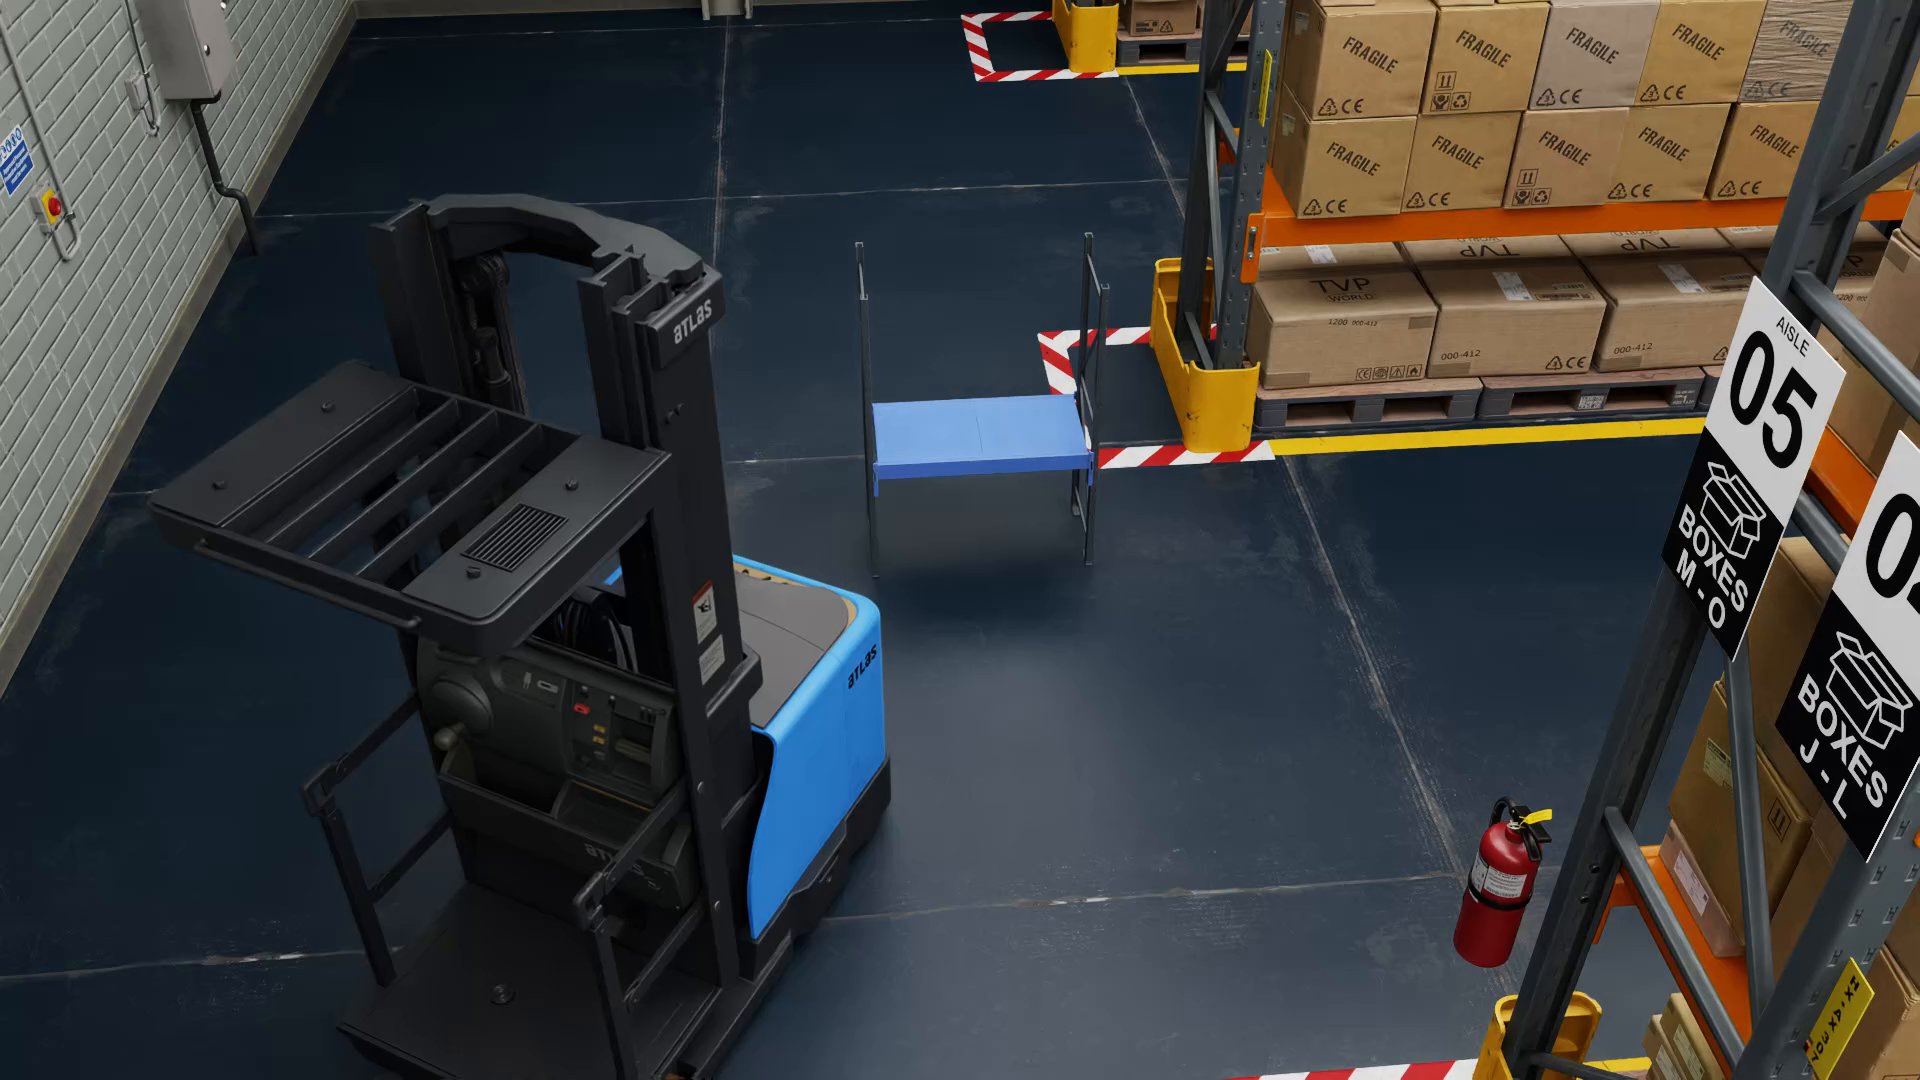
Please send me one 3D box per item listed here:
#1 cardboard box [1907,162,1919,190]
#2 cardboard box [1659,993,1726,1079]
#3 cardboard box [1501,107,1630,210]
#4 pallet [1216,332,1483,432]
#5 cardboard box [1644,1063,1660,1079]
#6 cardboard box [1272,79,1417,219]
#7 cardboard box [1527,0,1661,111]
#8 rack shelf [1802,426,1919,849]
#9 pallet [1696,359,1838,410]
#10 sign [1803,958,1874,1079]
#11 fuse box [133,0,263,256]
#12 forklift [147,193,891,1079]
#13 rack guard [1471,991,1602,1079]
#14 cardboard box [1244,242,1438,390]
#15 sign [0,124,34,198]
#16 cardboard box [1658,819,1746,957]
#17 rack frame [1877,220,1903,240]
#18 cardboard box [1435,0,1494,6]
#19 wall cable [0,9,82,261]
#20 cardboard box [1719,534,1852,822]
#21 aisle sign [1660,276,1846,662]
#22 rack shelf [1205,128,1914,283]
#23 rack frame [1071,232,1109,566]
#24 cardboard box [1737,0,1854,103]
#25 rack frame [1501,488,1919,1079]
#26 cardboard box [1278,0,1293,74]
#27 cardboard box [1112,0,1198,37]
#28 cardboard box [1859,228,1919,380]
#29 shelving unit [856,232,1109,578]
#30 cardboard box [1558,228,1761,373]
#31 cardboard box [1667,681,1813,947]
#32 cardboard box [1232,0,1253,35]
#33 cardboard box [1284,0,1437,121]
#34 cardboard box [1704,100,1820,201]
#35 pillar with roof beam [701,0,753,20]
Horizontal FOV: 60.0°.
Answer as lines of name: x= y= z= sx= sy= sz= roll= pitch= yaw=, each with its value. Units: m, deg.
cardboard box: x=4.868 y=-2.071 z=8.195 sx=0.500 sy=0.500 sz=0.500 roll=-3 pitch=38 yaw=-4
cardboard box: x=2.367 y=1.588 z=5.120 sx=0.250 sy=0.149 sz=0.380 roll=-3 pitch=38 yaw=-3
cardboard box: x=2.836 y=-1.946 z=8.036 sx=0.500 sy=0.500 sz=0.500 roll=-3 pitch=38 yaw=-4
pallet: x=2.112 y=-0.993 z=9.160 sx=1.213 sy=0.211 sz=1.003 roll=-3 pitch=38 yaw=-4
cardboard box: x=2.368 y=1.850 z=5.269 sx=0.250 sy=0.149 sz=0.380 roll=-3 pitch=38 yaw=-3
cardboard box: x=1.826 y=-1.884 z=7.958 sx=0.500 sy=0.500 sz=0.500 roll=-3 pitch=38 yaw=-4
cardboard box: x=2.852 y=-2.344 z=7.733 sx=0.500 sy=0.500 sz=0.500 roll=-3 pitch=38 yaw=-4
rack shelf: x=3.854 y=0.048 z=3.749 sx=4.000 sy=0.370 sz=1.077 roll=-3 pitch=38 yaw=-4
pallet: x=4.543 y=-1.127 z=9.330 sx=1.213 sy=0.211 sz=1.003 roll=-3 pitch=38 yaw=-4
sign: x=1.910 y=1.048 z=3.624 sx=0.005 sy=0.325 sz=0.100 roll=-3 pitch=38 yaw=-4
fuse box: x=-4.333 y=-2.470 z=9.821 sx=0.414 sy=1.711 sz=0.539 roll=-3 pitch=38 yaw=-4
forklift: x=-1.372 y=0.604 z=4.940 sx=1.130 sy=2.935 sz=3.031 roll=17 pitch=41 yaw=20
rack guard: x=1.938 y=2.030 z=5.096 sx=0.348 sy=0.500 sz=1.175 roll=-3 pitch=38 yaw=-4
cardboard box: x=1.971 y=-1.253 z=8.968 sx=0.875 sy=0.438 sz=0.875 roll=-4 pitch=38 yaw=-6
sign: x=-4.348 y=-1.745 z=7.644 sx=0.001 sy=0.218 sz=0.327 roll=-3 pitch=38 yaw=-4
cardboard box: x=2.162 y=0.959 z=4.638 sx=0.250 sy=0.149 sz=0.380 roll=-3 pitch=38 yaw=-4
rack frame: x=5.307 y=-2.215 z=8.458 sx=0.127 sy=3.000 sz=1.000 roll=-3 pitch=38 yaw=-4
cardboard box: x=2.225 y=-2.533 z=7.449 sx=0.250 sy=0.149 sz=0.380 roll=-2 pitch=38 yaw=-3
wall cable: x=-4.292 y=-2.083 z=7.445 sx=0.123 sy=1.953 sz=0.585 roll=-3 pitch=38 yaw=-4
cardboard box: x=2.296 y=0.326 z=4.110 sx=0.500 sy=0.500 sz=0.500 roll=-4 pitch=38 yaw=-5
aisle sign: x=1.763 y=-0.149 z=3.740 sx=0.004 sy=0.787 sz=0.394 roll=-3 pitch=38 yaw=-4
rack shelf: x=3.315 y=-1.823 z=8.542 sx=4.000 sy=0.370 sz=1.077 roll=-3 pitch=38 yaw=-4
rack frame: x=0.591 y=-0.621 z=7.649 sx=0.032 sy=1.500 sz=0.500 roll=-3 pitch=38 yaw=-4
cardboard box: x=3.849 y=-2.394 z=7.797 sx=0.500 sy=0.500 sz=0.500 roll=-3 pitch=38 yaw=-3
rack frame: x=1.862 y=1.053 z=4.316 sx=0.127 sy=3.000 sz=1.000 roll=-3 pitch=38 yaw=-4
cardboard box: x=1.782 y=-2.601 z=8.059 sx=0.500 sy=0.500 sz=0.500 roll=-2 pitch=38 yaw=-2
cardboard box: x=1.497 y=-4.218 z=12.673 sx=0.637 sy=0.503 sz=0.797 roll=-5 pitch=39 yaw=-6
cardboard box: x=2.298 y=-0.444 z=3.510 sx=0.500 sy=0.250 sz=0.500 roll=-4 pitch=38 yaw=-5
shelving unit: x=0.085 y=-0.593 z=7.613 sx=1.048 sy=1.500 sz=0.538 roll=-3 pitch=38 yaw=-4
cardboard box: x=3.780 y=-1.357 z=9.099 sx=0.875 sy=0.438 sz=0.875 roll=-4 pitch=38 yaw=-5
cardboard box: x=2.287 y=0.713 z=4.426 sx=0.500 sy=0.500 sz=0.500 roll=-2 pitch=38 yaw=-3
cardboard box: x=2.352 y=-4.240 z=12.703 sx=0.500 sy=0.500 sz=0.700 roll=-2 pitch=38 yaw=-2
cardboard box: x=1.826 y=-2.278 z=7.650 sx=0.500 sy=0.500 sz=0.500 roll=-4 pitch=38 yaw=-5
cardboard box: x=3.856 y=-2.003 z=8.108 sx=0.500 sy=0.500 sz=0.500 roll=-4 pitch=38 yaw=-5
pillar with roof beam: x=-1.505 y=-5.165 z=7.354 sx=0.400 sy=9.000 sz=9.100 roll=-3 pitch=38 yaw=-4
